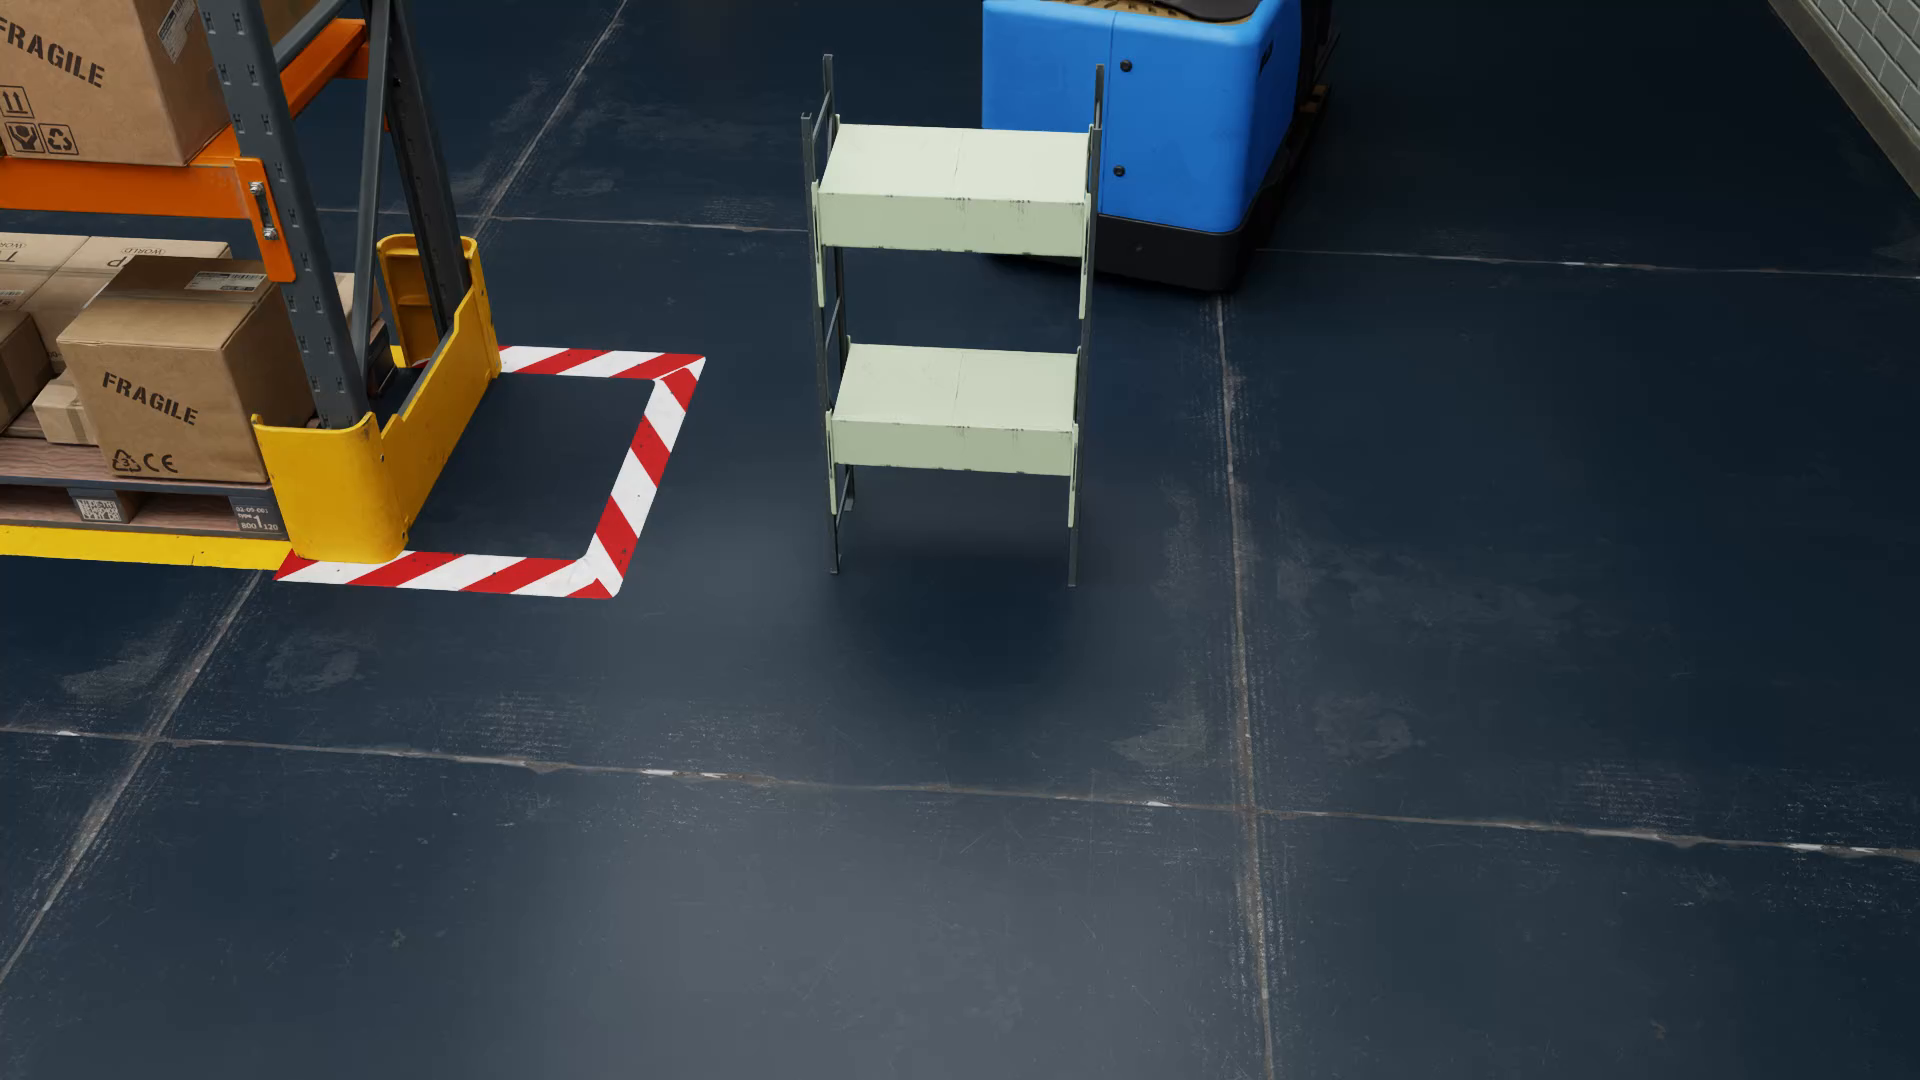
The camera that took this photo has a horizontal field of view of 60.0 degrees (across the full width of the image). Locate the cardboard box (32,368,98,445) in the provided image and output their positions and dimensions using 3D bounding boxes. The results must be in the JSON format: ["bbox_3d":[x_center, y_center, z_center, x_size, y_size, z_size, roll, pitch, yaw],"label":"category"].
[{"bbox_3d":[-2.756,-0.483,5.364,0.250,0.166,0.380,3,39,4],"label":"cardboard box"}]

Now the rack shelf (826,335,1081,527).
[{"bbox_3d":[-0.007,-0.329,4.983,0.720,0.370,0.431,3,39,4],"label":"rack shelf"}]

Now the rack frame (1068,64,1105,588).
[{"bbox_3d":[0.358,-0.562,4.752,0.023,1.500,0.400,3,39,4],"label":"rack frame"}]

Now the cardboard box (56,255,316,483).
[{"bbox_3d":[-2.360,-0.534,5.162,0.500,0.500,0.500,3,39,4],"label":"cardboard box"}]

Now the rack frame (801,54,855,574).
[{"bbox_3d":[-0.371,-0.602,4.801,0.023,1.500,0.400,3,39,4],"label":"rack frame"}]

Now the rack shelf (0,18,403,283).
[{"bbox_3d":[-3.790,-1.288,5.026,4.000,0.370,1.077,3,39,4],"label":"rack shelf"}]

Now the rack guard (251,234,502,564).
[{"bbox_3d":[-1.873,-0.493,5.460,0.348,0.500,1.175,3,39,4],"label":"rack guard"}]

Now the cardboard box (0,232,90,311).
[{"bbox_3d":[-3.311,-0.825,5.717,0.500,0.250,0.500,3,39,4],"label":"cardboard box"}]

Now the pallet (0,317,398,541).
[{"bbox_3d":[-2.667,-0.424,5.603,1.213,0.211,1.003,3,39,4],"label":"pallet"}]

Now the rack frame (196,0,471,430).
[{"bbox_3d":[-1.797,-1.458,4.665,0.127,3.000,1.000,3,39,4],"label":"rack frame"}]

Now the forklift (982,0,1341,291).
[{"bbox_3d":[1.054,-3.014,6.632,1.130,2.935,3.031,13,41,16],"label":"forklift"}]

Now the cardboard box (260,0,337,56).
[{"bbox_3d":[-2.217,-1.687,4.867,0.500,0.500,0.500,4,39,5],"label":"cardboard box"}]

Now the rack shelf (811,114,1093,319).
[{"bbox_3d":[-0.007,-0.885,4.531,0.720,0.370,0.431,3,39,4],"label":"rack shelf"}]

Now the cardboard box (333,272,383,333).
[{"bbox_3d":[-2.185,-0.762,5.720,0.250,0.149,0.380,3,39,4],"label":"cardboard box"}]

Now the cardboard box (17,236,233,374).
[{"bbox_3d":[-2.813,-0.798,5.684,0.500,0.250,0.500,3,39,4],"label":"cardboard box"}]

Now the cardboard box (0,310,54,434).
[{"bbox_3d":[-3.304,-0.508,5.327,0.500,0.250,0.500,3,39,4],"label":"cardboard box"}]

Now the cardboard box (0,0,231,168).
[{"bbox_3d":[-2.267,-1.350,4.454,0.500,0.500,0.500,4,39,5],"label":"cardboard box"}]

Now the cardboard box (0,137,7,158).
[{"bbox_3d":[-2.784,-1.376,4.486,0.500,0.500,0.500,3,39,4],"label":"cardboard box"}]

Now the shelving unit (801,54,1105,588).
[{"bbox_3d":[-0.007,-0.582,4.777,0.755,1.500,0.431,3,39,4],"label":"shelving unit"}]
